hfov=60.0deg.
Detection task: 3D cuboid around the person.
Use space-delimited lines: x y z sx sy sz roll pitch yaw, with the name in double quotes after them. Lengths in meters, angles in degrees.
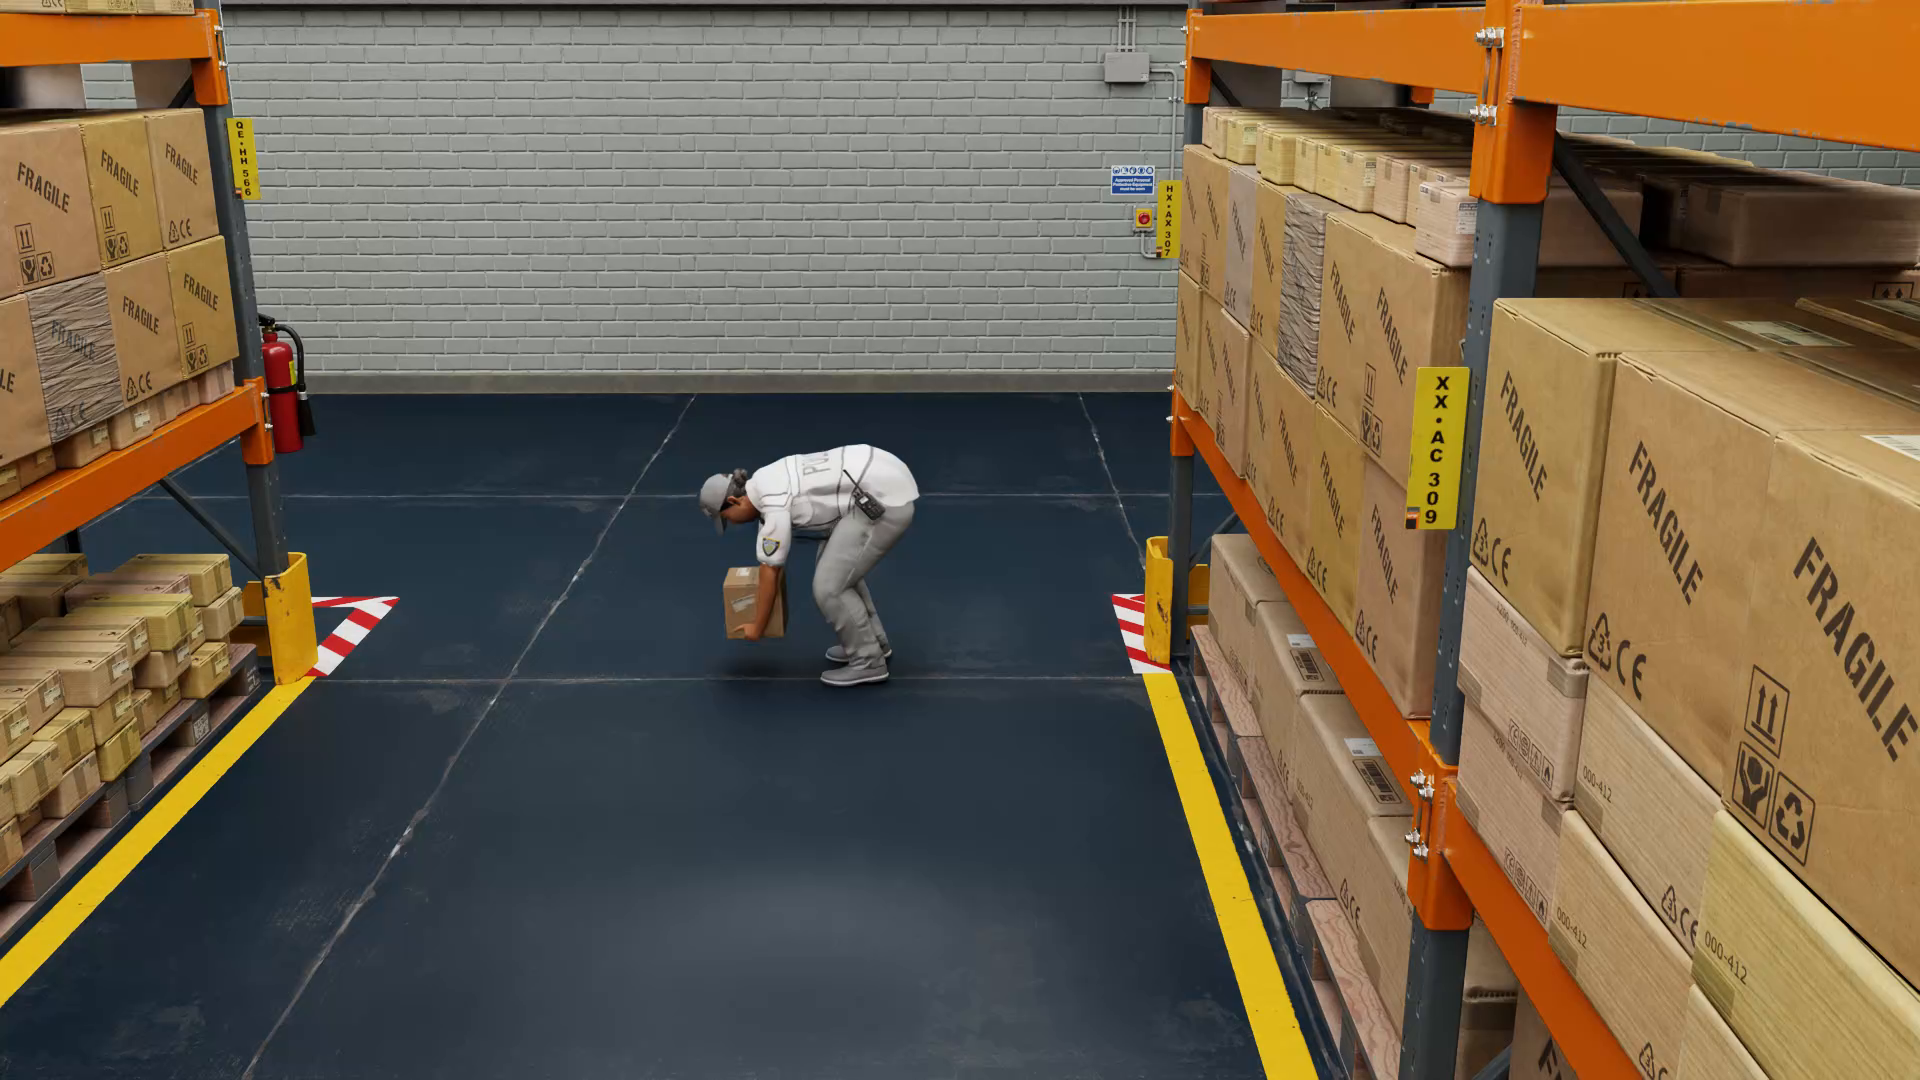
-0.652 0.100 7.304 0.951 1.025 0.494 -1 17 -3 "person"
